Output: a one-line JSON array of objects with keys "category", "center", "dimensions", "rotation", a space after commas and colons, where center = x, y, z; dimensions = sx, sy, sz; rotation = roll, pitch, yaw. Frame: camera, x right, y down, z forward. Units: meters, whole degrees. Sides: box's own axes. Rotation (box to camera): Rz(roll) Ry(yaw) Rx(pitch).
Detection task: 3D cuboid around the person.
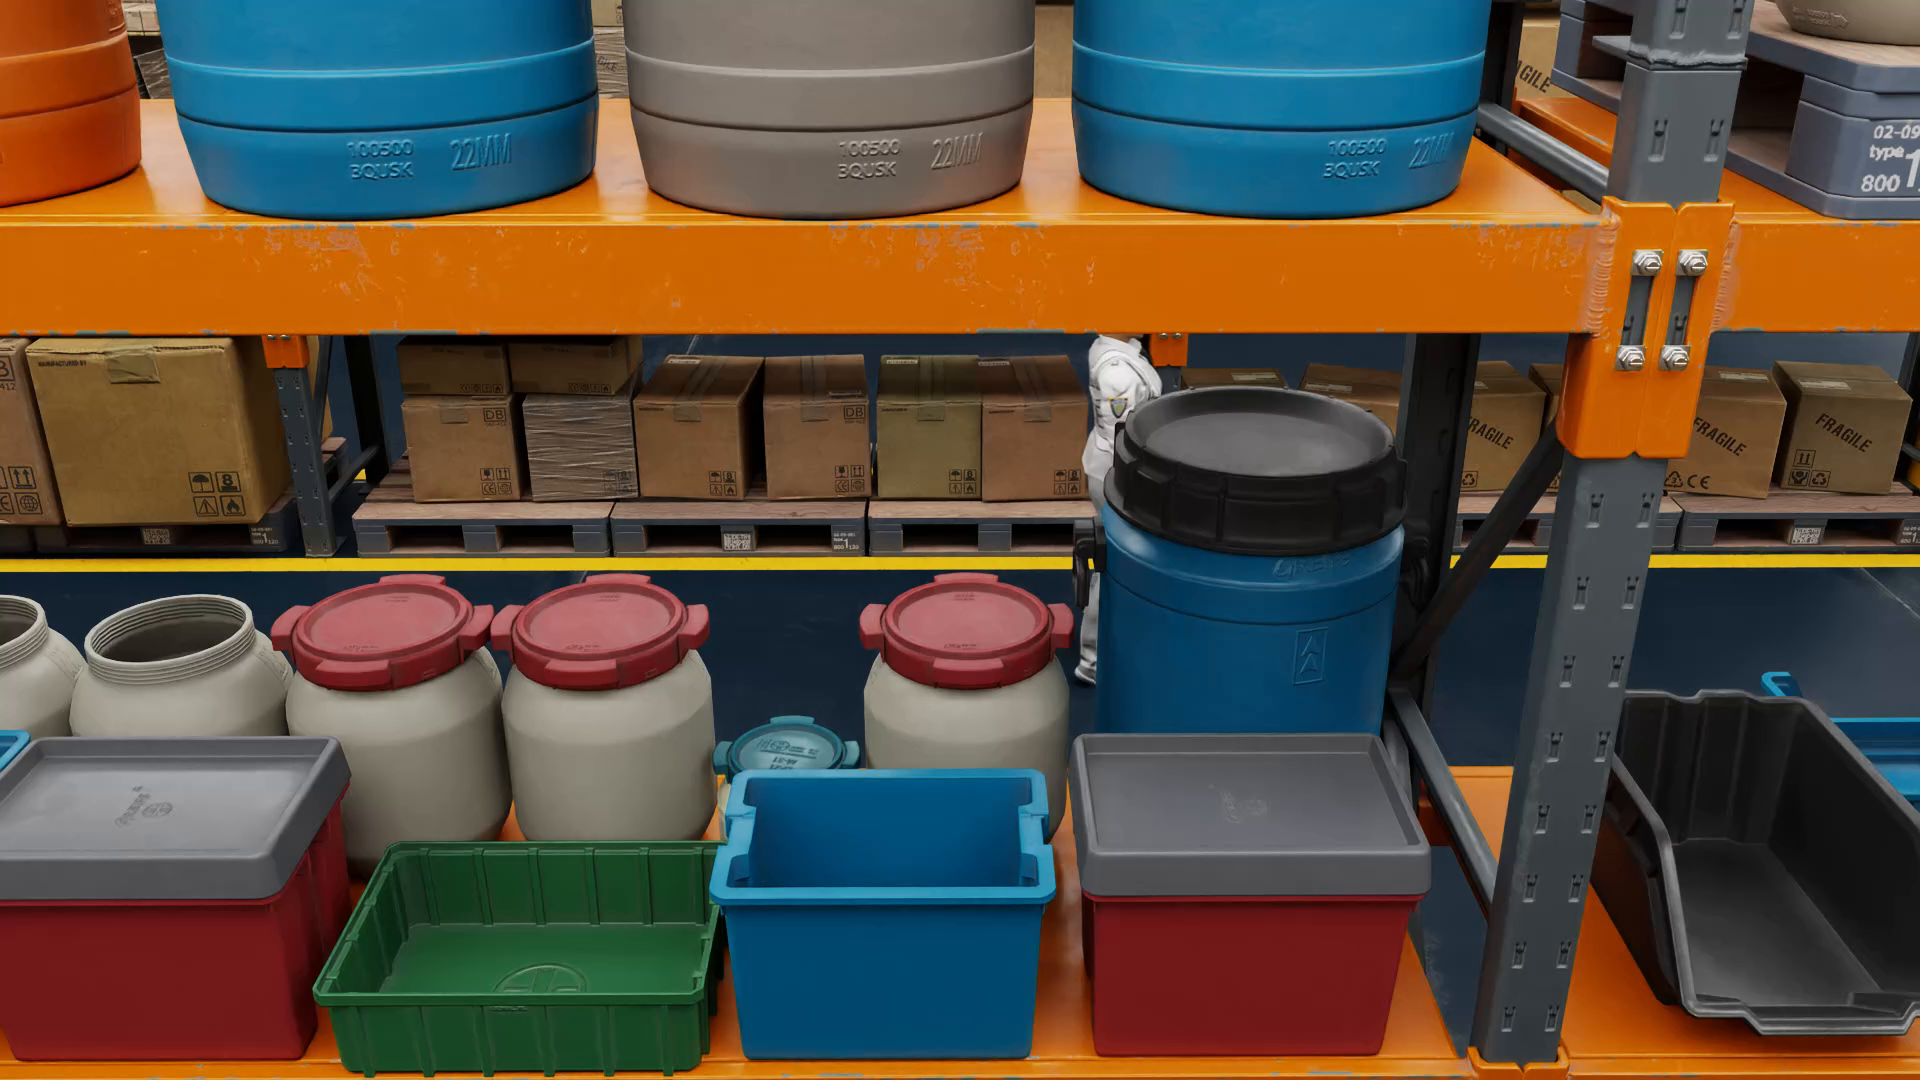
[{"category": "person", "center": [0.638, -0.228, 6.647], "dimensions": [0.345, 1.729, 0.469], "rotation": [0, 24, 1]}]
